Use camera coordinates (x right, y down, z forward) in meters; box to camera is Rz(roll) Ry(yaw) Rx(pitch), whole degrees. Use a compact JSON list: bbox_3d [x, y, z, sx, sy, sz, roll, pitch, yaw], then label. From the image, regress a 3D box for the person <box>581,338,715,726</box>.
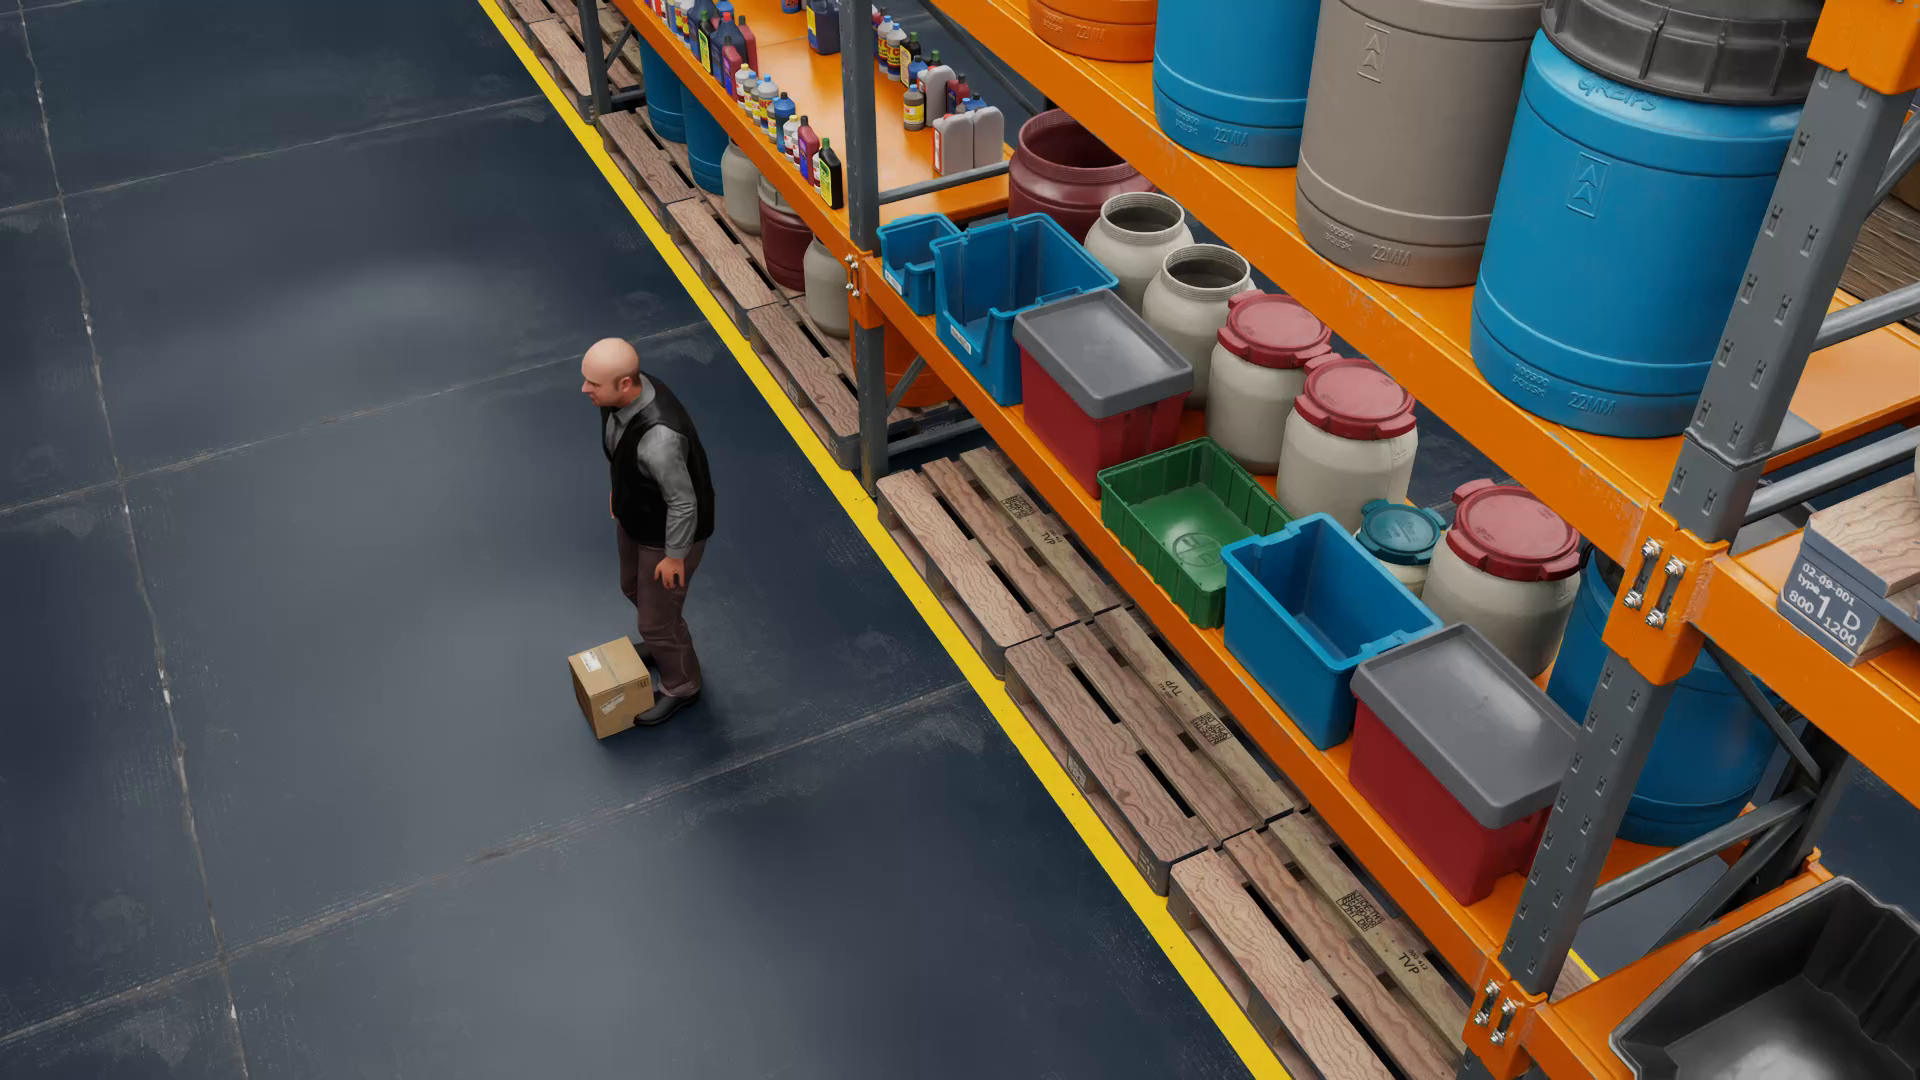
[{"bbox_3d":[-1.160,-0.050,6.248,0.474,1.719,0.577,-21,45,-22],"label":"person"}]
